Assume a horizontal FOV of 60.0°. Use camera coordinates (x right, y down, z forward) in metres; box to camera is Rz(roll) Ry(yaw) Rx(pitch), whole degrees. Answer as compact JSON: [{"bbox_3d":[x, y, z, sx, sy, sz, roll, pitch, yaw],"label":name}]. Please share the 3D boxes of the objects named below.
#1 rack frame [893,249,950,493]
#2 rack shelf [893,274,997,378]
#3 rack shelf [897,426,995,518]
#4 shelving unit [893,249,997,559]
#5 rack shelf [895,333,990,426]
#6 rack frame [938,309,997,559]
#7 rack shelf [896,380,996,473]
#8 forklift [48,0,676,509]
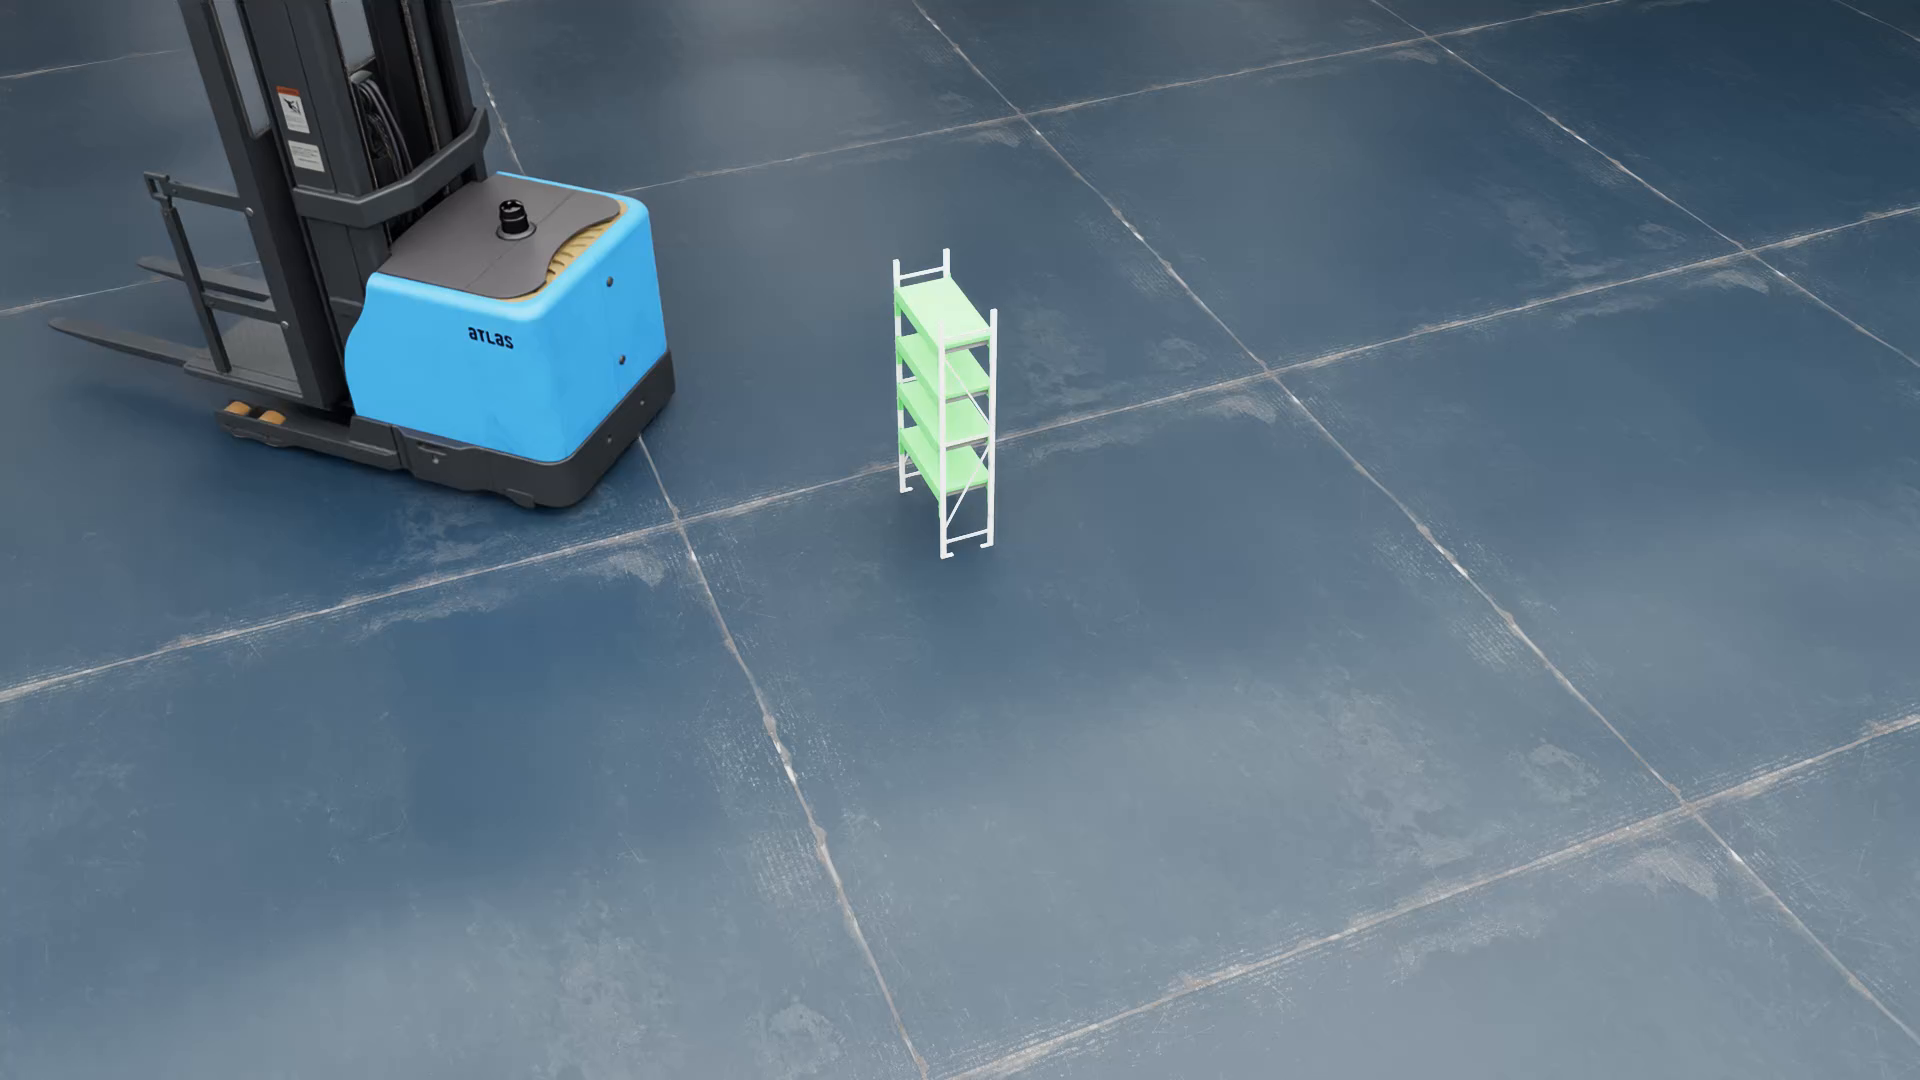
[{"bbox_3d":[-0.157,-0.702,7.146,0.240,1.200,0.015,-15,43,-17],"label":"rack frame"},{"bbox_3d":[-0.063,-0.870,6.703,0.258,0.148,0.480,-15,43,-17],"label":"rack shelf"},{"bbox_3d":[-0.063,-0.324,7.173,0.258,0.148,0.480,-15,43,-17],"label":"rack shelf"},{"bbox_3d":[-0.063,-0.555,6.975,0.258,1.200,0.503,-15,43,-17],"label":"shelving unit"},{"bbox_3d":[-0.063,-0.688,6.860,0.258,0.148,0.480,-15,43,-17],"label":"rack shelf"},{"bbox_3d":[0.030,-0.408,6.804,0.240,1.200,0.015,-15,43,-17],"label":"rack frame"},{"bbox_3d":[-0.063,-0.506,7.016,0.258,0.148,0.480,-15,43,-17],"label":"rack shelf"},{"bbox_3d":[-2.935,-1.852,7.155,3.031,2.935,1.130,14,43,16],"label":"forklift"}]
